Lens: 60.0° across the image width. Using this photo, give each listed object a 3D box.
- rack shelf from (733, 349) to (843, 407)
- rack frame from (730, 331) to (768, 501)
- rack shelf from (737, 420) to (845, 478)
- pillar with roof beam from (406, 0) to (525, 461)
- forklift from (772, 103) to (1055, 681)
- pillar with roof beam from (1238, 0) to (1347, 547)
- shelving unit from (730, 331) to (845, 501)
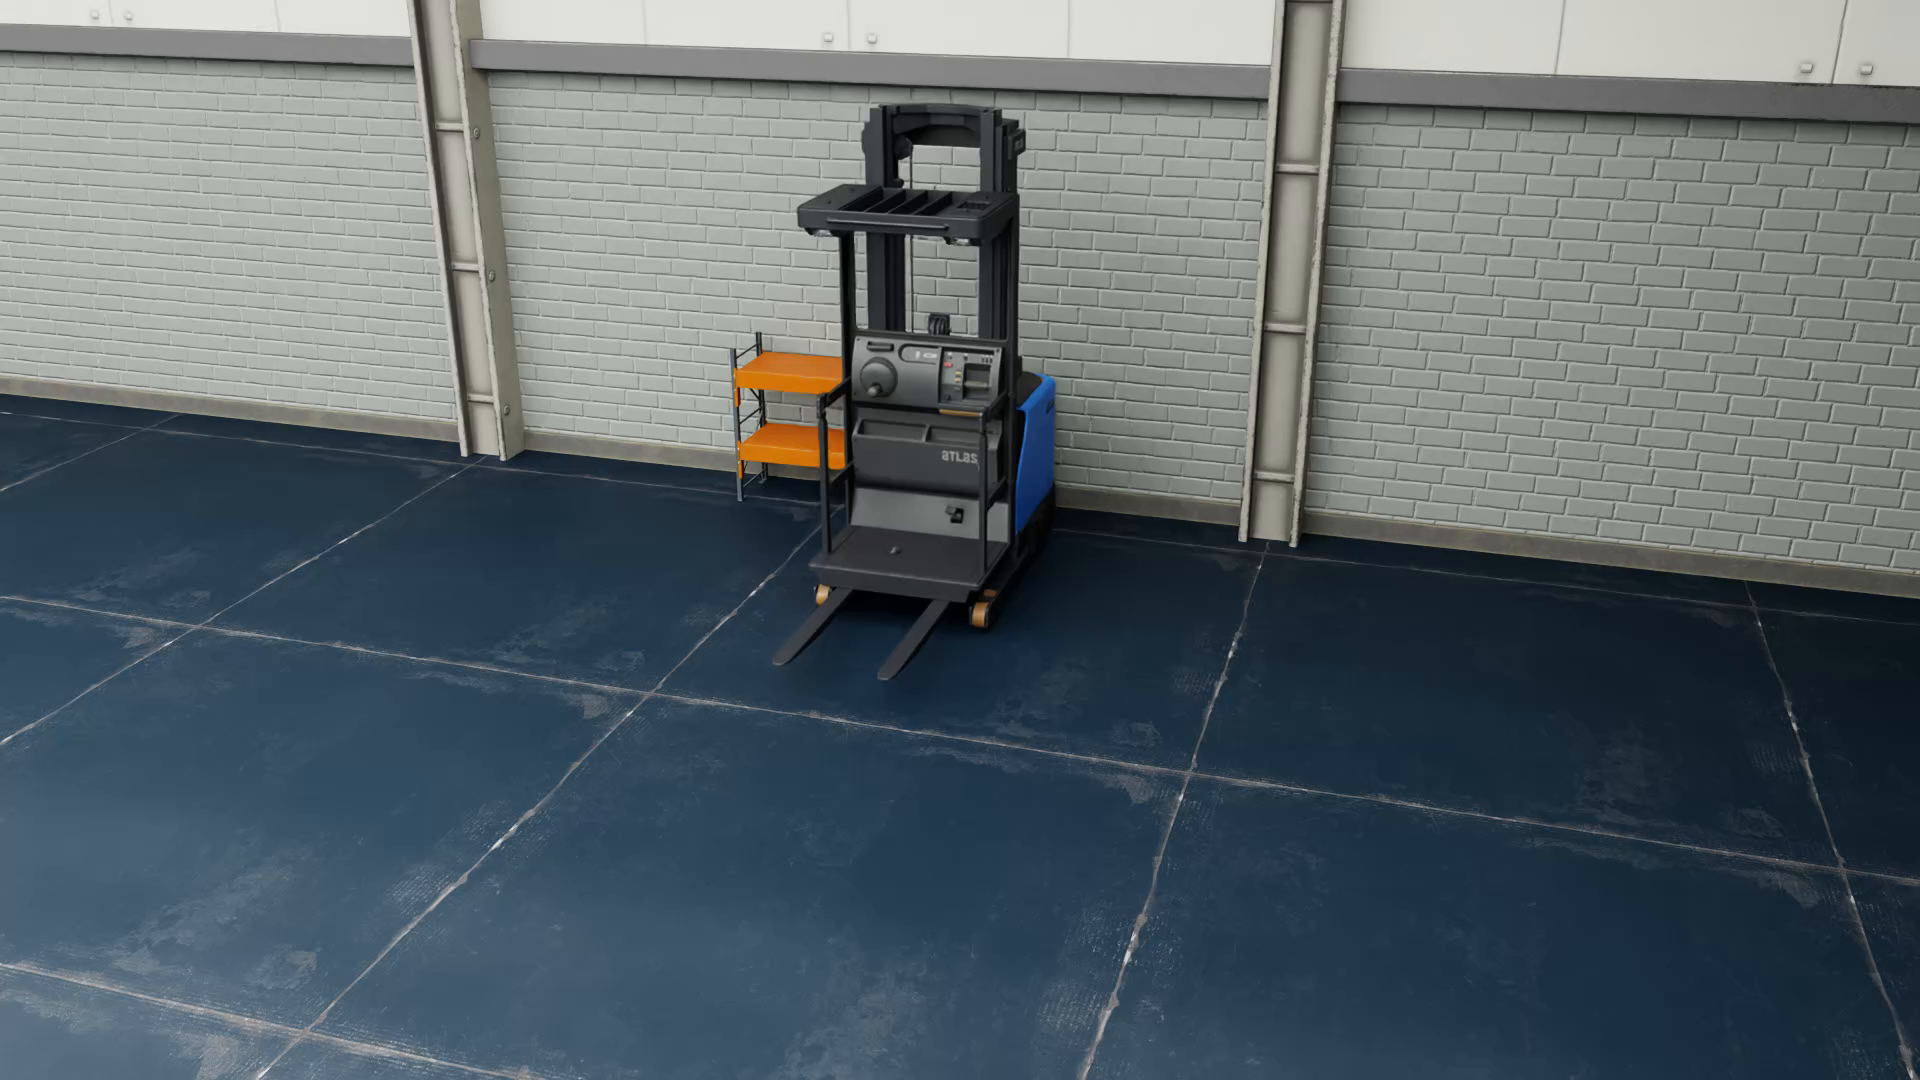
[{"bbox_3d":[-1.024,-1.107,11.715,1.000,0.278,0.538,6,23,15],"label":"rack shelf"},{"bbox_3d":[-1.512,-0.890,11.958,0.032,1.125,0.500,6,23,15],"label":"rack frame"},{"bbox_3d":[-1.024,-0.610,11.919,1.000,0.278,0.538,6,23,15],"label":"rack shelf"},{"bbox_3d":[-4.871,-3.285,7.422,0.400,9.000,9.100,7,23,16],"label":"pillar with roof beam"},{"bbox_3d":[-0.262,-0.990,9.821,1.130,2.935,3.031,7,23,16],"label":"forklift"},{"bbox_3d":[0.874,-2.628,5.818,0.400,9.000,9.100,7,23,16],"label":"pillar with roof beam"},{"bbox_3d":[-1.024,-0.836,11.826,1.048,1.125,0.538,6,23,15],"label":"shelving unit"}]
